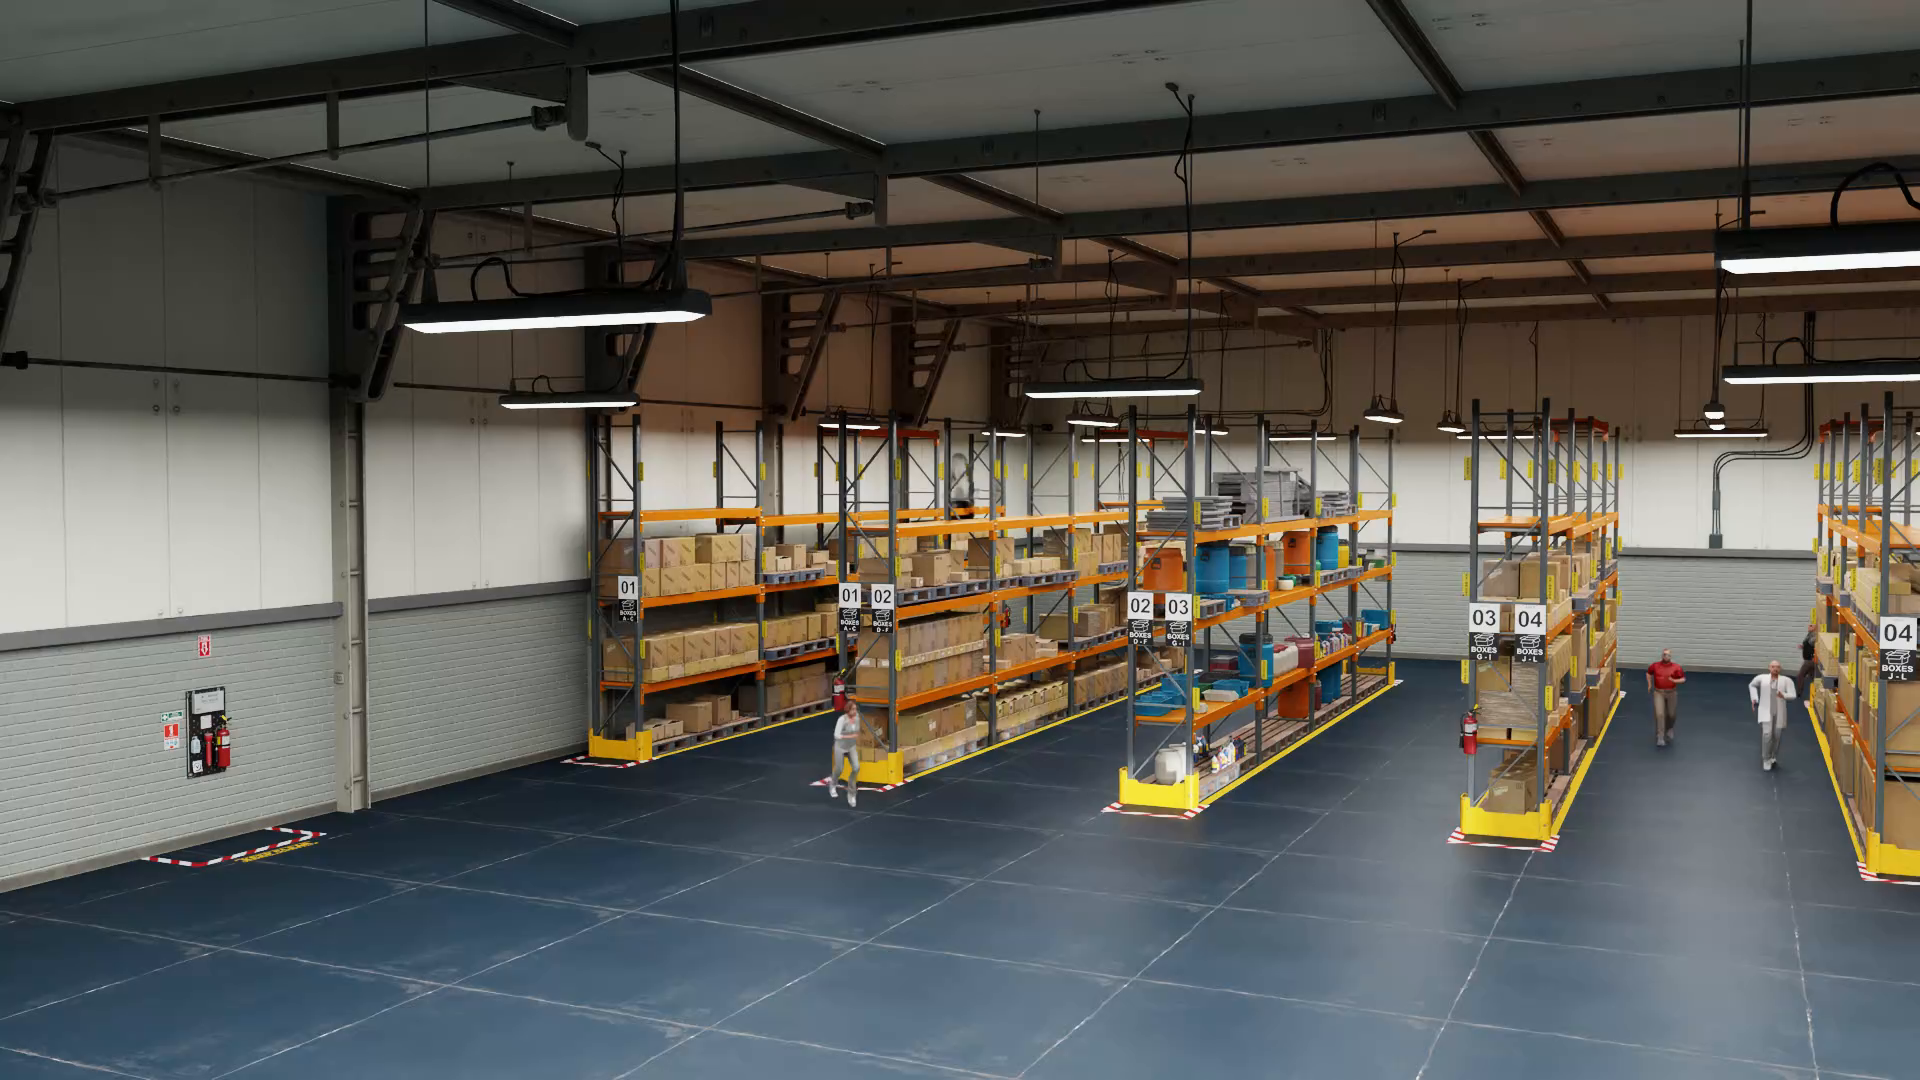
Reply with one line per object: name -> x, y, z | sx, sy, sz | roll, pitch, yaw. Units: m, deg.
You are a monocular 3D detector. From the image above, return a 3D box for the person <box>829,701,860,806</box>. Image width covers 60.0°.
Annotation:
person -> -1.726, 3.209, 25.089 | 0.559, 1.624, 0.860 | -2, 3, -36

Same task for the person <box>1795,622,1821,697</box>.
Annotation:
person -> 18.648, 2.636, 36.491 | 0.886, 1.707, 0.710 | 1, 3, 23

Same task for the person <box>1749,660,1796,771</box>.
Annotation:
person -> 13.734, 2.952, 28.112 | 0.668, 1.844, 0.796 | 1, 2, 18

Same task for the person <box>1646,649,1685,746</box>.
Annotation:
person -> 12.954, 2.864, 30.537 | 0.662, 1.711, 0.989 | 1, 3, 21
